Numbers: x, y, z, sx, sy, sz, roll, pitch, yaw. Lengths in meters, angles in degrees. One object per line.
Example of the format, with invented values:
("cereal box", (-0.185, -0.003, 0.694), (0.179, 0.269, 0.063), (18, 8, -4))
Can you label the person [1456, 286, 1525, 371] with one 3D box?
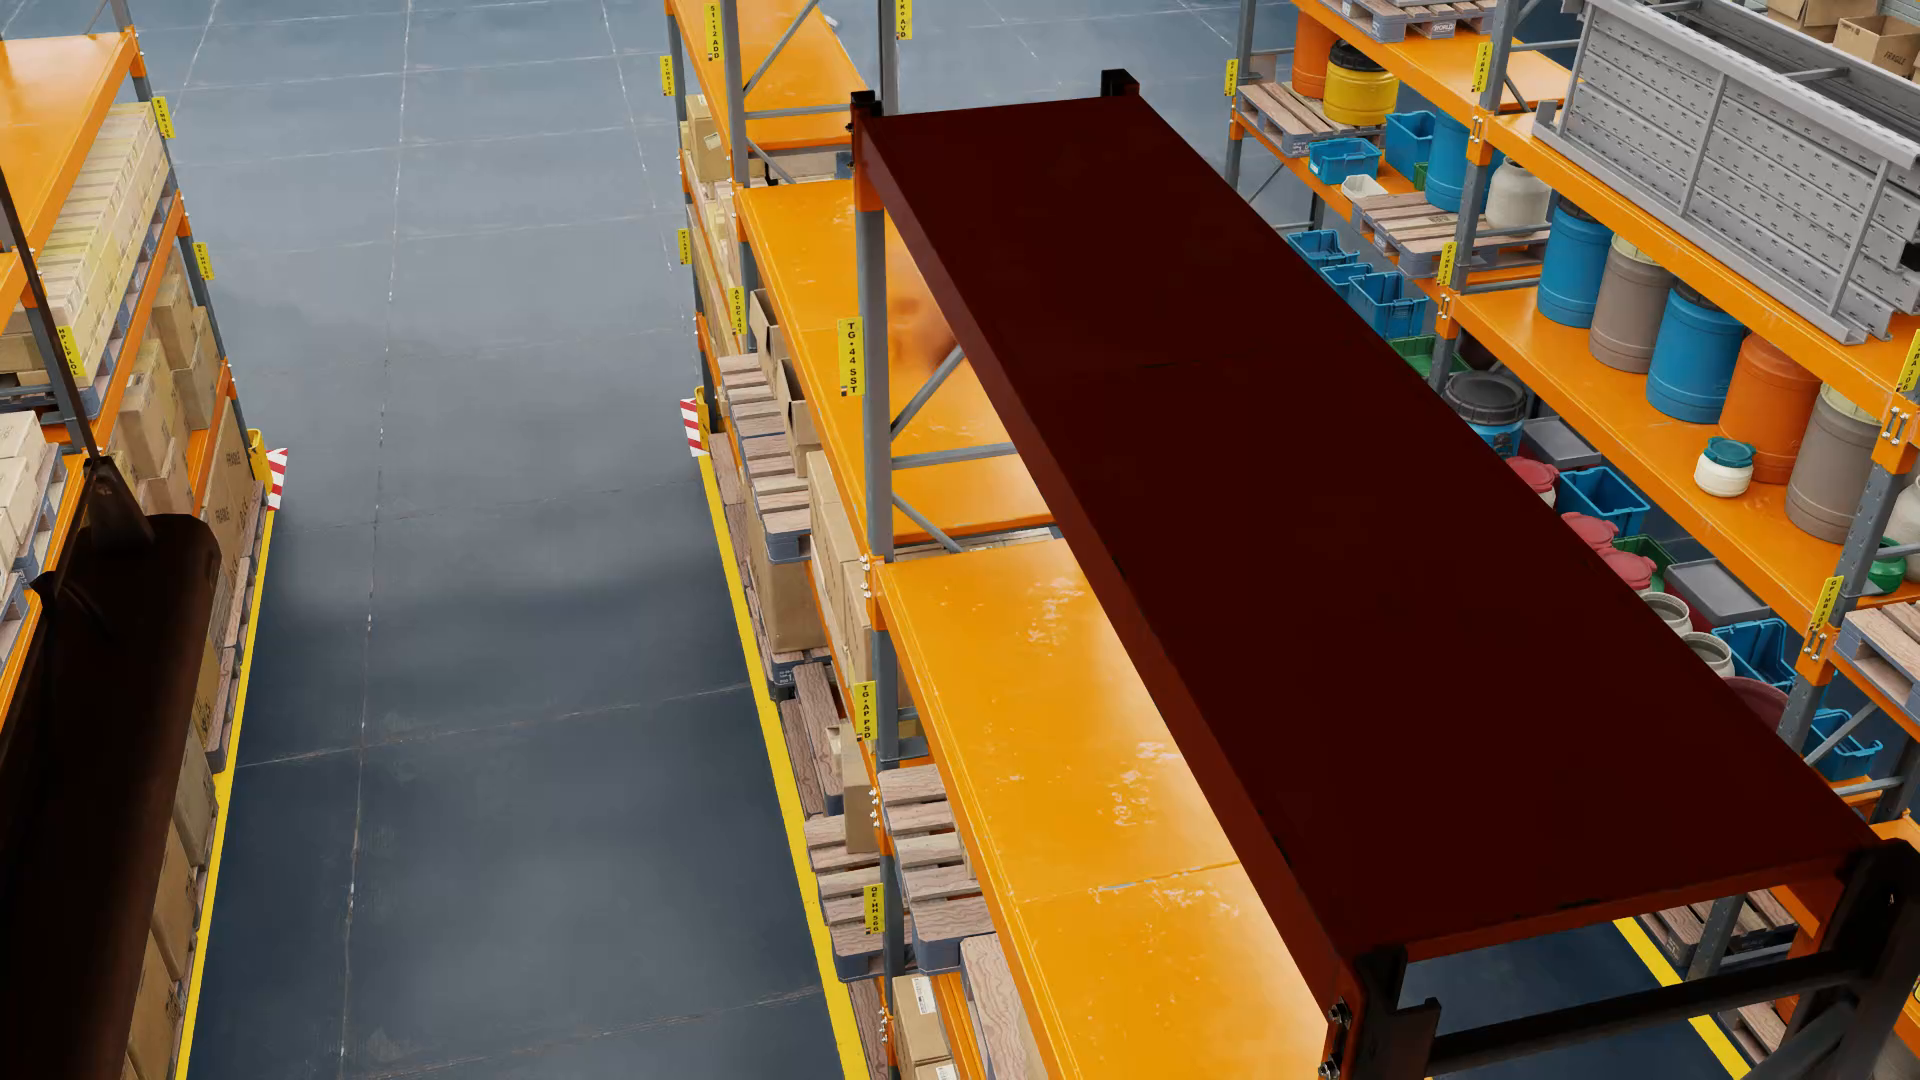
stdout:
("person", (4.804, -1.765, 15.137), (0.726, 1.734, 0.702), (-13, 37, -19))

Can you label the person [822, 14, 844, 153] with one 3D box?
("person", (-1.693, -5.646, 20.790), (0.727, 1.831, 0.640), (3, 35, 5))
